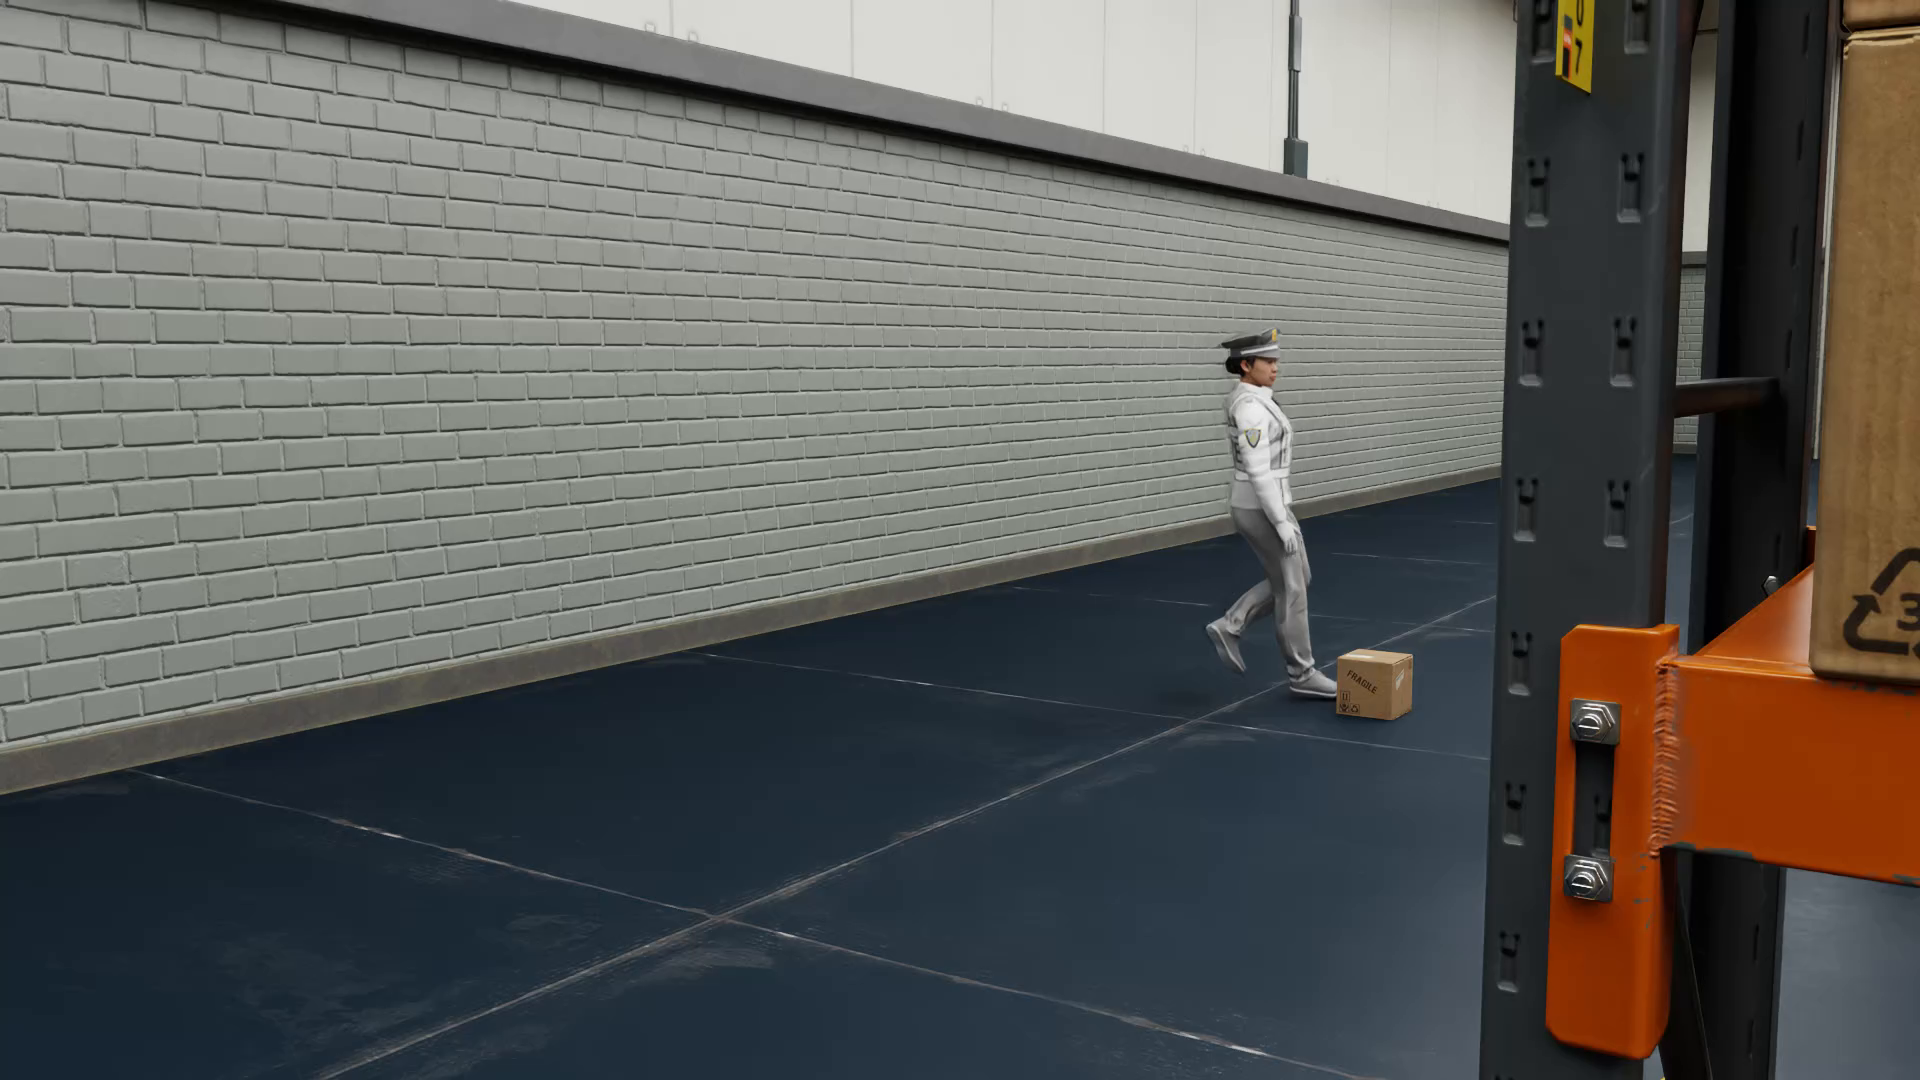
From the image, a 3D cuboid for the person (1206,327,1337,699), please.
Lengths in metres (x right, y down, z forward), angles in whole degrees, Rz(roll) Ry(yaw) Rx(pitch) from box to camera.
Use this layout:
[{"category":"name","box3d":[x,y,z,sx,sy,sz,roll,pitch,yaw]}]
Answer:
[{"category":"person","box3d":[1.454,-0.118,7.441,0.652,1.653,0.550,1,6,8]}]
